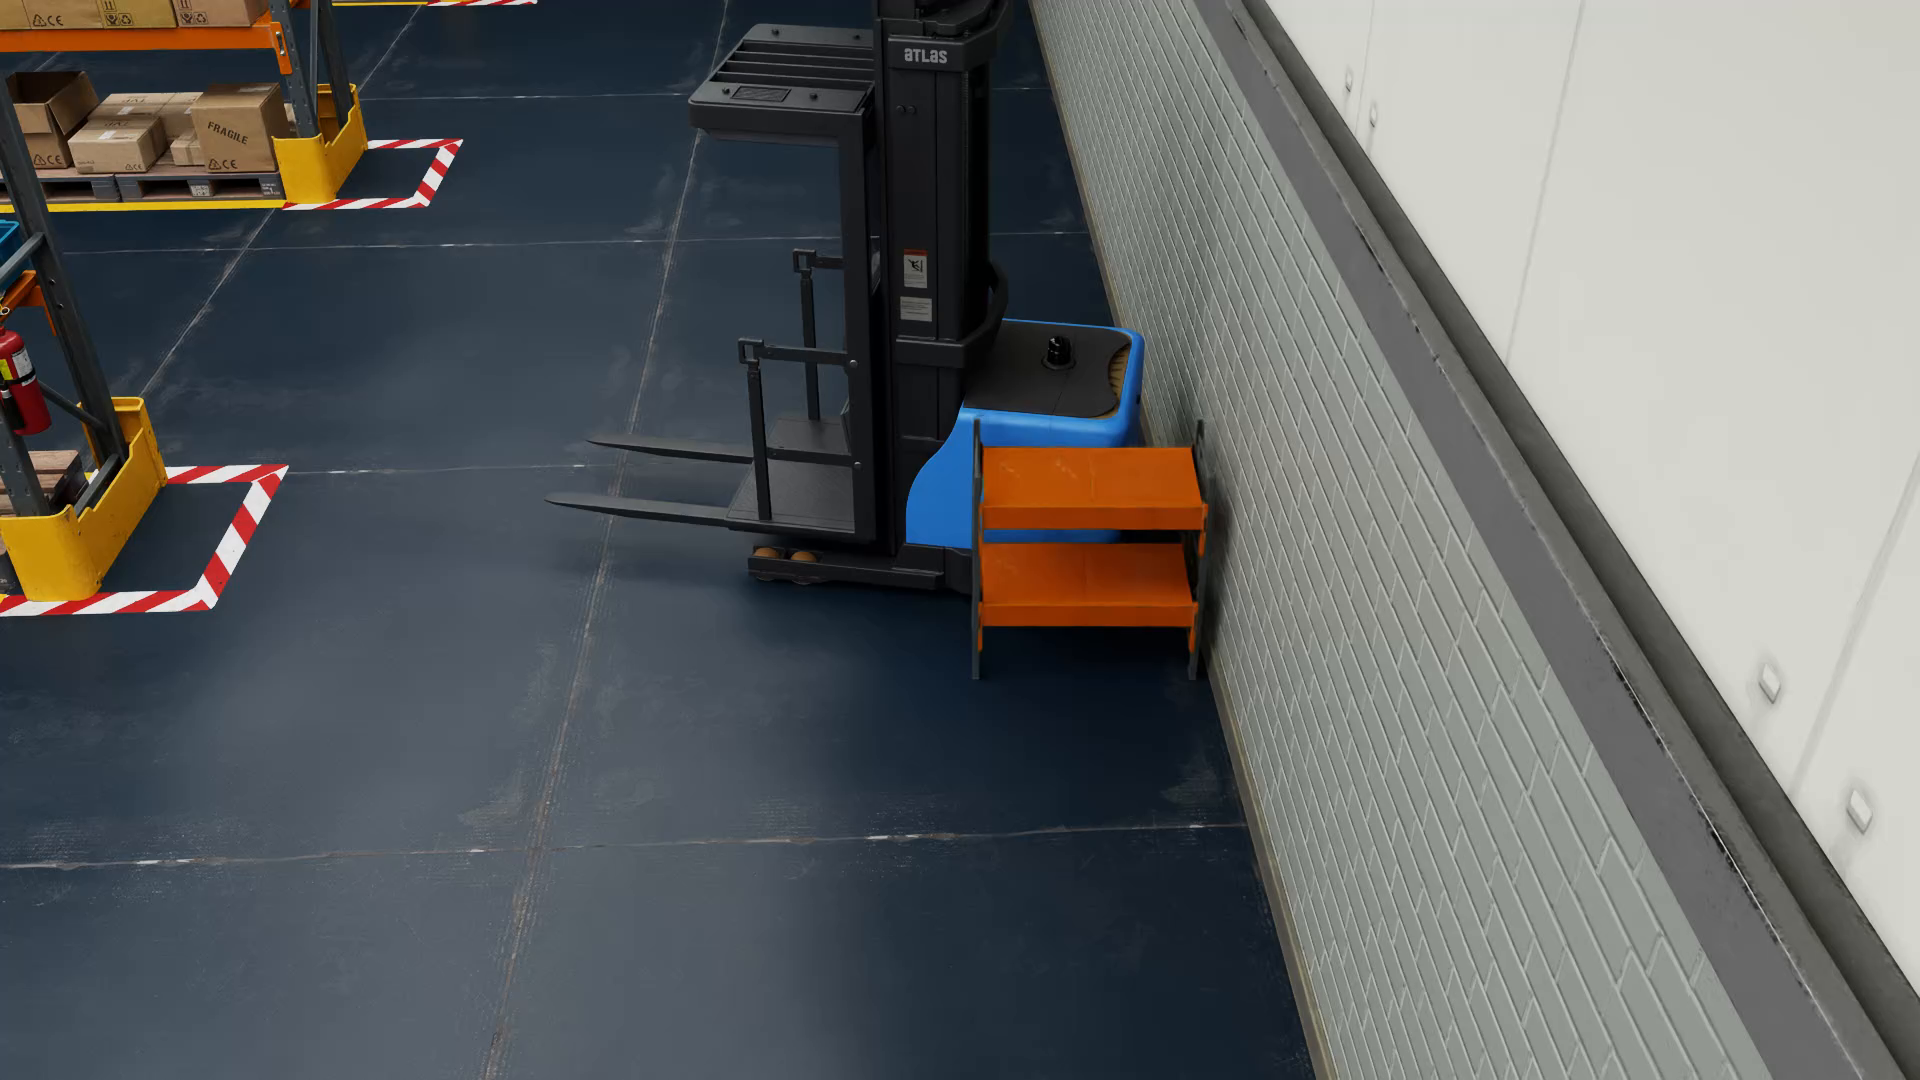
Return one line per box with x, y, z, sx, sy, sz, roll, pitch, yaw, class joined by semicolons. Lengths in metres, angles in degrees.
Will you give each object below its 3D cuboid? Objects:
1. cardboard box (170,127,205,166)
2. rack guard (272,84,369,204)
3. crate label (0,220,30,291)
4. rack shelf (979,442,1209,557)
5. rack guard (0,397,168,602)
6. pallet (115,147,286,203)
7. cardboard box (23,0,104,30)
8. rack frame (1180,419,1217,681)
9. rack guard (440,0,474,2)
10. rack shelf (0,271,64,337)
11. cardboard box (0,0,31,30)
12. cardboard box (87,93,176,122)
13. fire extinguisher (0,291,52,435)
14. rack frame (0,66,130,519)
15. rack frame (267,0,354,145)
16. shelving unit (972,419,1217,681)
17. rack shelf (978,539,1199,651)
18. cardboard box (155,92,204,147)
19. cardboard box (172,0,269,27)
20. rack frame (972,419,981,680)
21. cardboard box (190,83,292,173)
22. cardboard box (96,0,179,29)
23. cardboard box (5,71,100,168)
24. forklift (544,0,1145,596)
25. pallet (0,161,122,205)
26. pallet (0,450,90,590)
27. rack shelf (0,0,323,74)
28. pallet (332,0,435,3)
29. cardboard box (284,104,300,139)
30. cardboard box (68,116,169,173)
-5.734;-2.969;12.507;0.250;0.166;0.380;-2;35;-2;cardboard box
-4.870;-3.037;12.700;0.348;0.500;1.175;-2;35;-2;rack guard
-4.825;-1.388;8.214;0.303;0.233;0.416;-2;35;-2;crate label
0.584;-0.188;7.518;1.000;0.278;0.538;0;35;0;rack shelf
-4.540;-0.232;8.646;0.348;0.500;1.175;-2;35;-2;rack guard
-5.666;-2.896;12.750;1.213;0.211;1.003;-2;35;-2;pallet
-6.245;-3.915;11.684;0.500;0.500;0.500;-1;35;-2;cardboard box
1.092;0.054;7.683;0.032;1.125;0.500;0;35;0;rack frame
-5.008;-5.856;16.772;0.348;0.500;1.175;-2;35;-2;rack guard
-6.561;-0.902;8.049;4.000;0.370;1.077;-2;35;-2;rack shelf
-6.748;-3.902;11.664;0.500;0.500;0.500;-2;35;-3;cardboard box
-6.349;-3.237;12.821;0.500;0.250;0.500;-2;35;-2;cardboard box
-4.391;-0.812;7.683;0.183;0.674;0.296;-2;35;-2;fire extinguisher
-4.563;-1.252;7.923;0.127;3.000;1.000;-2;35;-2;rack frame
-4.794;-4.067;11.991;0.127;3.000;1.000;-2;35;-2;rack frame
0.584;0.053;7.685;1.048;1.125;0.538;0;35;0;shelving unit
0.584;0.254;7.824;1.000;0.278;0.538;0;35;0;rack shelf
-5.850;-3.251;12.841;0.500;0.250;0.500;-2;35;-2;cardboard box
-5.228;-3.942;11.722;0.500;0.500;0.500;-1;35;-1;cardboard box
0.076;0.052;7.687;0.032;1.125;0.500;0;35;0;rack frame
-5.325;-3.066;12.354;0.500;0.500;0.500;-2;35;-2;cardboard box
-5.746;-3.926;11.699;0.500;0.500;0.500;-1;35;-2;cardboard box
-6.913;-3.167;12.498;0.637;0.503;0.797;-2;35;-2;cardboard box
-0.621;-1.268;8.007;3.031;2.935;1.130;6;35;8;forklift
-6.882;-2.865;12.705;1.213;0.211;1.003;-2;35;-2;pallet
-5.389;-0.105;8.716;1.213;0.211;1.003;-2;35;-2;pallet
-6.792;-3.718;12.118;4.000;0.370;1.077;-2;35;-2;rack shelf
-5.827;-5.670;16.758;1.213;0.211;1.003;-2;35;-2;pallet
-5.228;-3.260;12.943;0.250;0.149;0.380;-2;35;-2;cardboard box
-6.276;-2.954;12.413;0.500;0.250;0.500;-2;35;-2;cardboard box
